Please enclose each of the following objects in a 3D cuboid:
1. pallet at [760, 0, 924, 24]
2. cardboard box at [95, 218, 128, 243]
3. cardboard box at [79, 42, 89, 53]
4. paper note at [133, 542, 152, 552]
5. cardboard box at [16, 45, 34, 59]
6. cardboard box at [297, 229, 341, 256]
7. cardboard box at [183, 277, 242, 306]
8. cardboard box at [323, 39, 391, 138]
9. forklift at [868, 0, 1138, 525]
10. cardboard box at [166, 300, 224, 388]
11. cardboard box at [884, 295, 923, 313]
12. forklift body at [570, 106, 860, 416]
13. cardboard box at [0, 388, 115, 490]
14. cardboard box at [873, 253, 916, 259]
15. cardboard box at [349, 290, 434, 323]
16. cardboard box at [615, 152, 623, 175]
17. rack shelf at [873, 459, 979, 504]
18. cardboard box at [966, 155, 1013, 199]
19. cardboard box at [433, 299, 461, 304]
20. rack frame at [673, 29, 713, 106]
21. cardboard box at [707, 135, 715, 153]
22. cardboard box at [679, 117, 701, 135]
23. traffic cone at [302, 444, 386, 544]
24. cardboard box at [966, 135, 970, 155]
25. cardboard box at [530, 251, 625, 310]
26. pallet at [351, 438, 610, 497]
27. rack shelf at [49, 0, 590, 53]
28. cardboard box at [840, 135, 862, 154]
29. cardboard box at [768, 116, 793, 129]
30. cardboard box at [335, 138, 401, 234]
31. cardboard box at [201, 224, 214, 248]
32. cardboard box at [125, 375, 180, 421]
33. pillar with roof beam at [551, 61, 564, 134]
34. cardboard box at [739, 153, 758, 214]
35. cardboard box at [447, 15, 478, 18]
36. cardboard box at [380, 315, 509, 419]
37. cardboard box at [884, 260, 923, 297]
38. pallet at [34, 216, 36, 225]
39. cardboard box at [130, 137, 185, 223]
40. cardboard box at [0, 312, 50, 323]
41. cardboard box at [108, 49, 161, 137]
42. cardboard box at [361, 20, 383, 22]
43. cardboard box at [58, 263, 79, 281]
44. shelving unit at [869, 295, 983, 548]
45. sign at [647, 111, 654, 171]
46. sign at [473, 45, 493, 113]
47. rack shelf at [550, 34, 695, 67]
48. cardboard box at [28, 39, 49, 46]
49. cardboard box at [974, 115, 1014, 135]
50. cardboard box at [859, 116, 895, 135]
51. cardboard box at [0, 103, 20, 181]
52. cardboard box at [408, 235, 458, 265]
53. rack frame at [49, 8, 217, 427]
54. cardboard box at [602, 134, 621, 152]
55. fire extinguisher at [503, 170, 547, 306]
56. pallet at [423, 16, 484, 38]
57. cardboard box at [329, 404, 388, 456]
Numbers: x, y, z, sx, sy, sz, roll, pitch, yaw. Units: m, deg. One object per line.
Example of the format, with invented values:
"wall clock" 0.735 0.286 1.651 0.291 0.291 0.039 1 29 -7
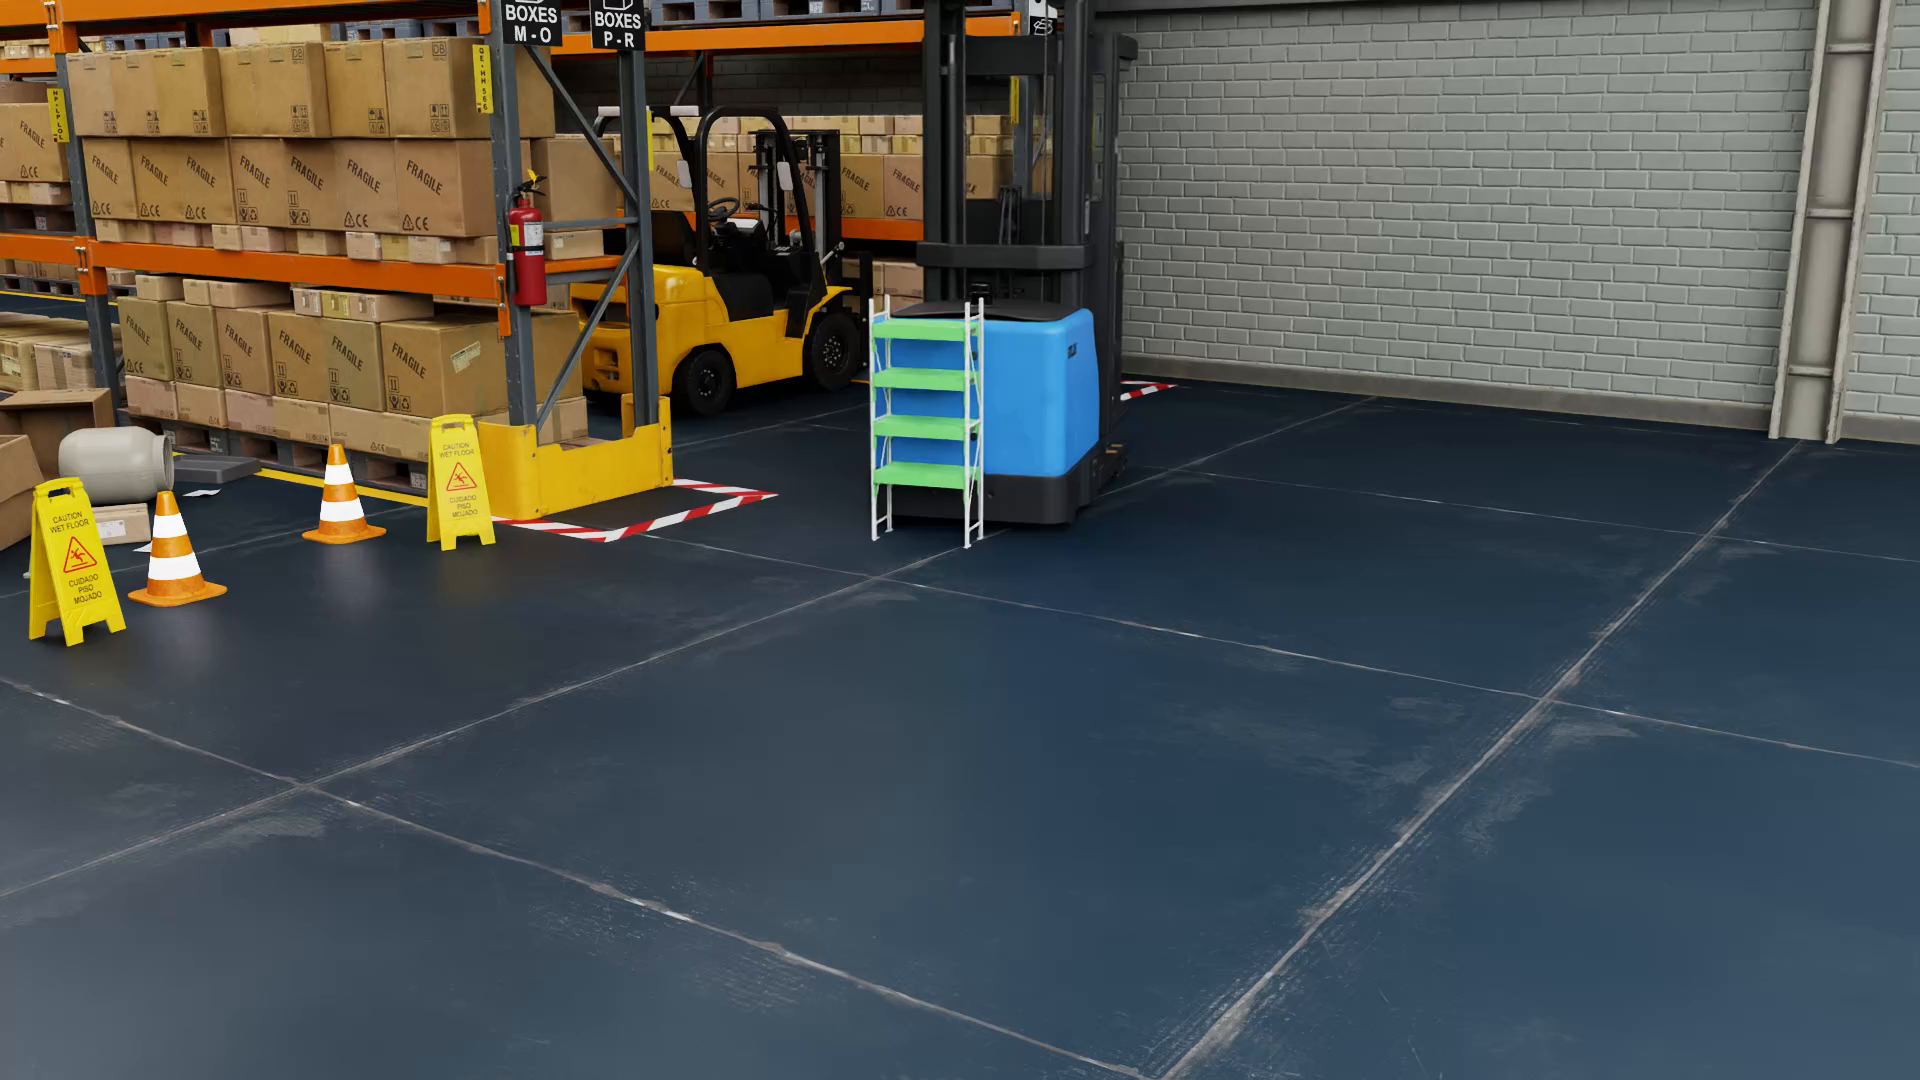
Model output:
"pallet" -0.864 -4.348 13.588 1.213 0.211 1.003 9 17 33
"cardboard box" -5.279 -1.990 10.642 0.250 0.149 0.380 9 17 33
"cardboard box" -9.897 -5.638 19.137 0.250 0.149 0.380 9 17 33
"paper note" -3.938 0.030 8.140 0.142 0.019 0.148 3 14 14
"cardboard box" -10.990 -5.805 19.812 0.250 0.149 0.380 10 17 34
"cardboard box" -3.573 -1.725 9.571 0.250 0.149 0.380 9 17 32
"cardboard box" -4.525 -1.536 10.223 0.250 0.149 0.380 10 17 35
"cardboard box" -3.004 -2.454 9.087 0.500 0.500 0.700 9 17 33
"forklift" 0.391 -1.809 9.533 1.130 2.935 3.031 4 14 14
"cardboard box" -4.572 -1.249 10.413 0.500 0.500 0.500 10 17 35
"cardboard box" -0.264 -1.856 13.386 0.500 0.250 0.500 9 17 32
"forklift body" -1.867 -2.150 12.534 1.214 2.155 2.313 9 17 33
"cardboard box" -5.232 -0.591 9.665 0.500 0.500 0.500 -4 14 -16
"cardboard box" -0.394 -2.264 13.994 0.500 0.250 0.500 9 17 32
"cardboard box" -3.195 -1.321 9.355 0.250 0.149 0.380 10 17 34
"cardboard box" -3.145 -3.393 15.059 0.500 0.250 0.500 9 16 32
"rack shelf" -0.162 -0.292 8.270 0.480 0.148 0.258 5 15 18
"cardboard box" 0.170 -2.734 12.917 0.500 0.500 0.500 9 16 32
"cardboard box" -3.425 -1.219 10.294 0.500 0.500 0.500 10 17 34
"rack frame" -2.594 -3.208 15.041 0.127 3.000 1.000 9 17 33
"cardboard box" -2.029 -3.413 14.309 0.250 0.149 0.380 9 17 33
"cardboard box" -2.218 -3.601 14.449 0.250 0.149 0.380 9 17 34
"traffic cone" -3.119 -0.251 8.373 0.334 0.463 0.336 9 17 33
"cardboard box" 0.052 -3.054 12.861 0.250 0.149 0.380 9 17 34
"cardboard box" -3.673 -2.433 15.976 0.625 0.625 0.875 9 17 32
"pallet" -2.760 -0.454 9.719 1.213 0.211 1.003 9 17 33
"rack shelf" -3.702 -3.057 9.683 4.000 0.370 1.077 9 17 33
"cardboard box" -0.797 -3.193 13.421 0.250 0.149 0.380 9 17 33
"cardboard box" -1.382 -3.457 13.870 0.250 0.149 0.380 9 17 33
"cardboard box" -3.060 -1.960 9.173 0.500 0.500 0.500 9 17 33
"cardboard box" -4.379 -1.867 10.146 0.250 0.149 0.380 9 17 33
"cardboard box" -5.023 -0.954 10.784 0.500 0.250 0.500 8 16 30
"pillar with roof beam" -6.731 -5.803 13.039 0.400 9.000 9.100 9 17 33
"cardboard box" -1.510 -3.011 14.036 0.500 0.500 0.500 9 17 32
"cardboard box" -4.974 -5.308 15.992 0.500 0.500 0.700 9 16 32
"cardboard box" -2.853 -0.970 9.288 0.500 0.500 0.500 9 17 33
"cardboard box" -0.258 -2.093 13.304 0.500 0.250 0.500 10 17 34
"pallet" -7.015 -2.404 12.192 1.213 0.211 1.003 9 17 33
"cardboard box" -4.723 -2.234 10.277 0.500 0.500 0.500 9 17 33
"cardboard box" -7.601 -1.508 12.766 0.625 0.372 0.950 9 16 32
"cardboard box" -4.706 -2.721 10.166 0.500 0.500 0.700 9 17 33
"cardboard box" -6.083 -5.418 17.208 0.250 0.149 0.380 9 17 33
"cardboard box" -10.548 -3.445 20.327 0.500 0.500 0.700 8 16 31
"shelving unit" -0.162 -0.587 8.197 0.503 1.200 0.258 5 15 18
"sign" -1.740 -2.210 9.207 0.005 0.325 0.100 9 17 33
"sign" -2.369 -2.289 8.261 0.005 0.325 0.100 9 17 33
"rack shelf" -4.254 -4.583 15.851 4.000 0.370 1.077 9 17 33
"cardboard box" -10.629 -5.962 19.616 0.500 0.250 0.500 10 17 34
"cardboard box" 0.310 -3.186 12.773 0.250 0.149 0.380 9 17 33
"cardboard box" -0.588 -3.303 13.248 0.250 0.149 0.380 10 17 34
"cardboard box" -6.285 -2.697 11.276 0.500 0.500 0.500 9 17 33
"cardboard box" -2.744 -1.579 8.982 0.250 0.149 0.380 9 16 32
"rack frame" -5.362 -2.218 11.041 0.127 3.000 1.000 9 17 33
"cardboard box" -3.002 -3.573 14.957 0.250 0.149 0.380 10 17 35
"fire extinguisher" -2.205 -1.537 8.450 0.183 0.674 0.296 9 17 33
"pallet" -4.371 -4.887 15.971 1.213 0.211 1.003 10 17 35
"cardboard box" -3.289 -0.677 9.662 0.500 0.250 0.500 9 17 33
